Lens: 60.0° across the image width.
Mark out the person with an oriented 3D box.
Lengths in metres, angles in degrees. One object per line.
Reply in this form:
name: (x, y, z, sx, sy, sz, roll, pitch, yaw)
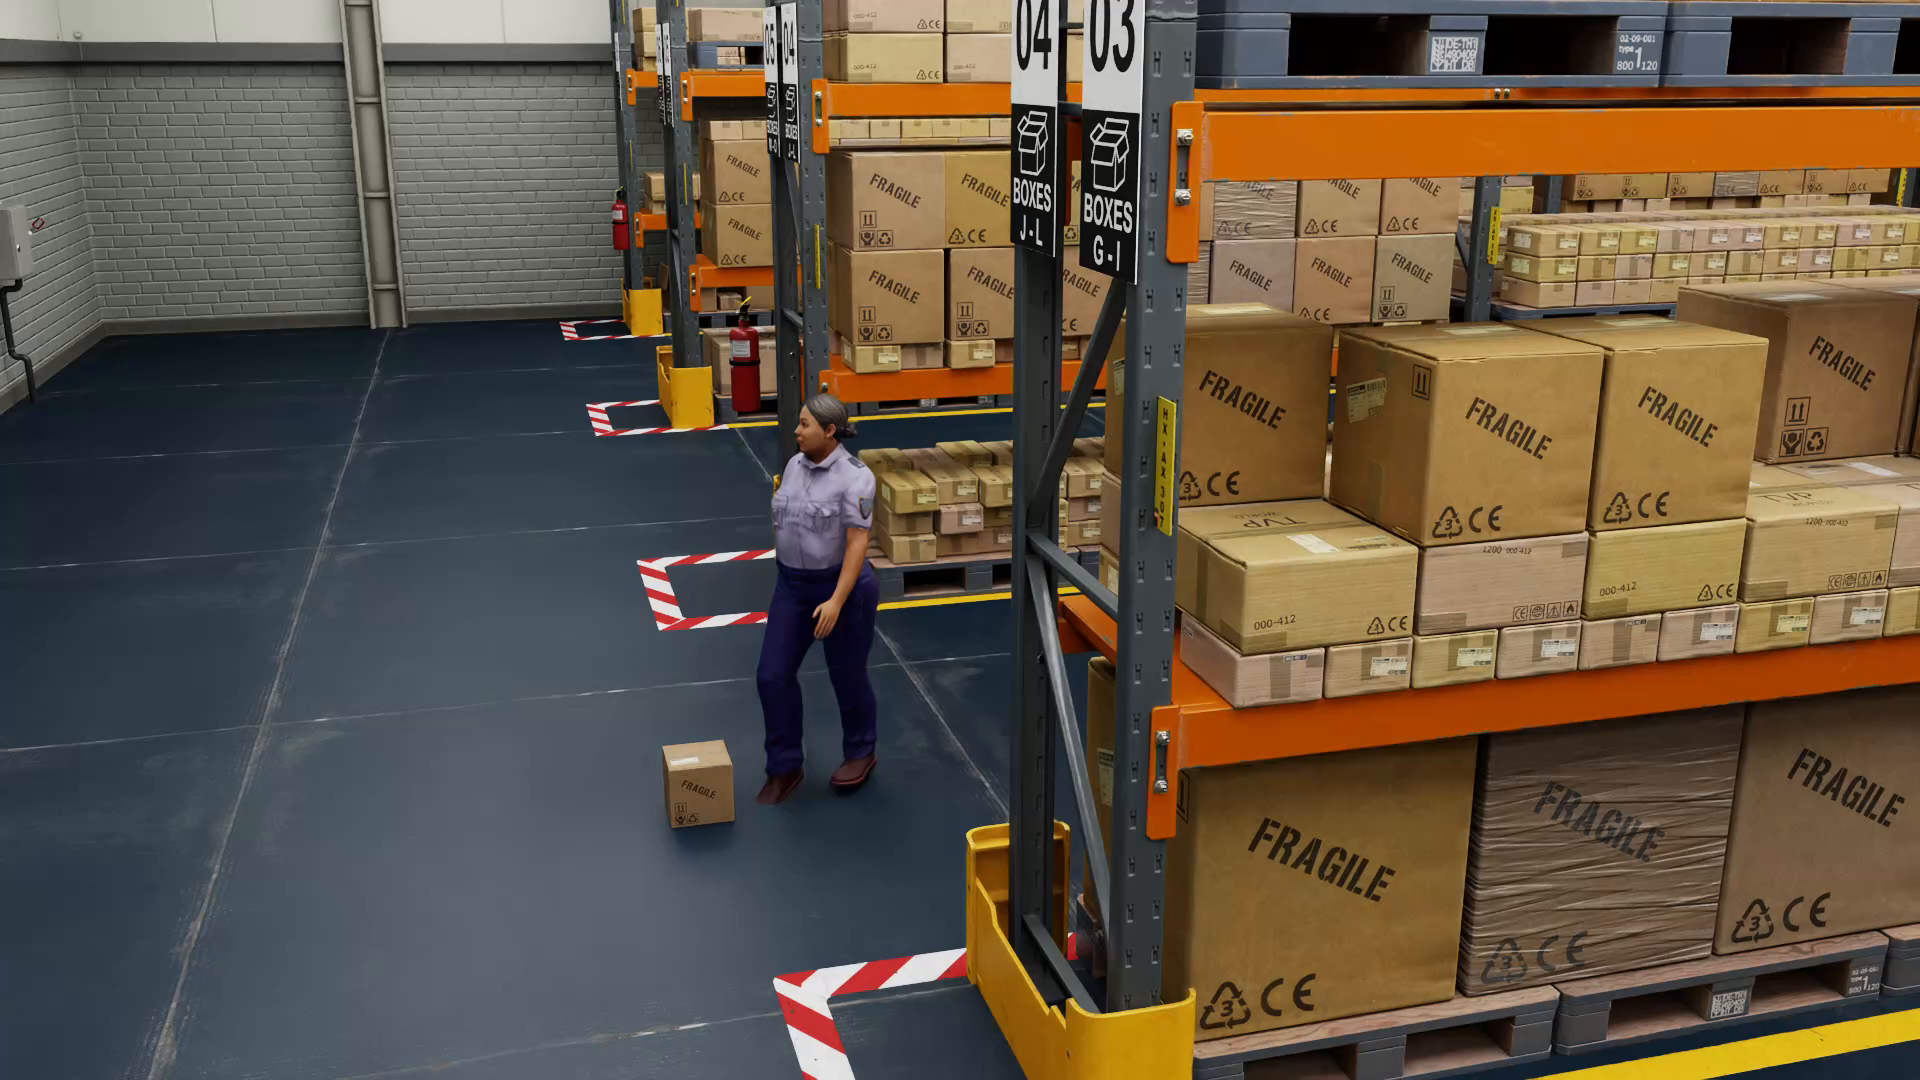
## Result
person: (-0.578, 0.275, 6.696, 0.497, 1.723, 0.574, 10, 19, 31)
